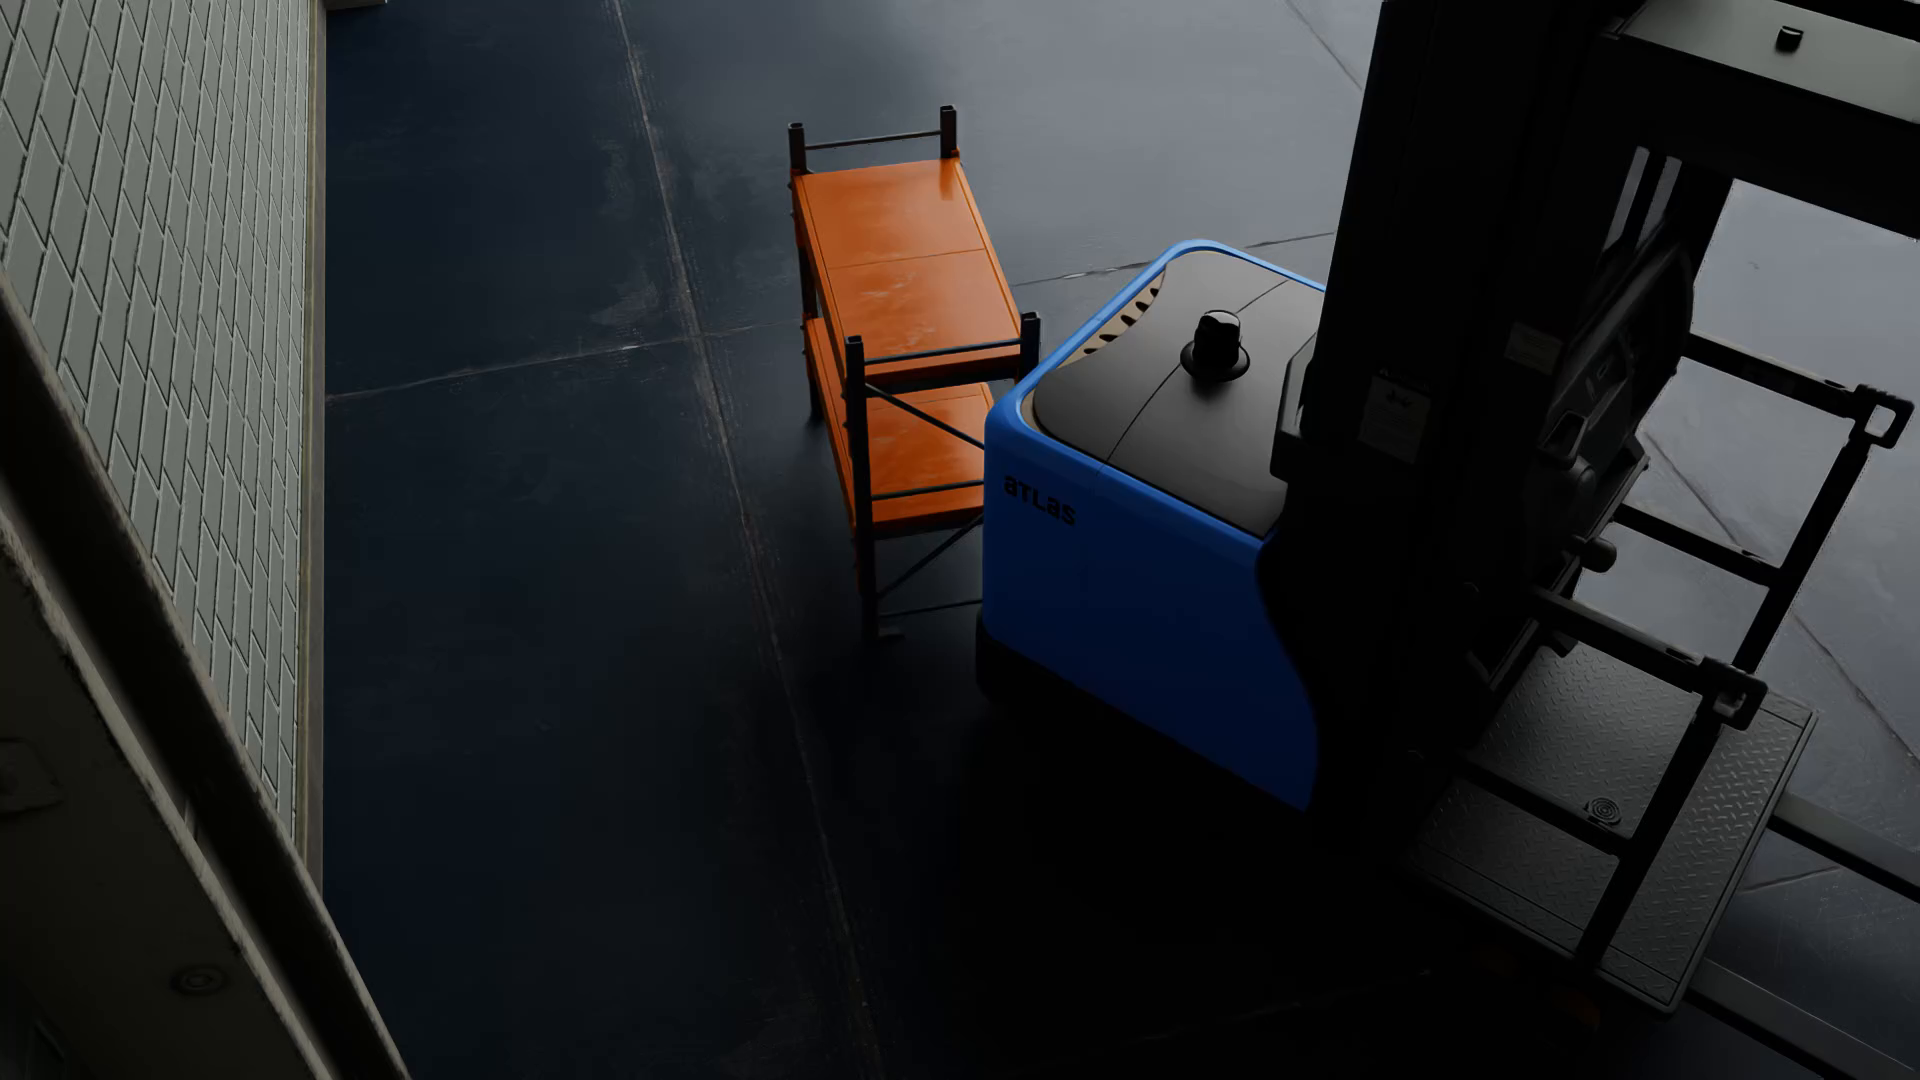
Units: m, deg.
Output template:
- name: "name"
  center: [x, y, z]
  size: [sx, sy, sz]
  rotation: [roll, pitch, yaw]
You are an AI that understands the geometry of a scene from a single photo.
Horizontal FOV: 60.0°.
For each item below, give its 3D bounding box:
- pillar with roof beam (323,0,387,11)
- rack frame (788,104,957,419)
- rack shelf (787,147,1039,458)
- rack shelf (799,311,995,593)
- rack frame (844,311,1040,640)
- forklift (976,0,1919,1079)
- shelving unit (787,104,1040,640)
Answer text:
- name: "pillar with roof beam"
  center: [1.314, -6.524, 5.343]
  size: [9.100, 9.000, 0.400]
  rotation: [-11, 47, -10]
- name: "rack frame"
  center: [-0.258, -0.853, 5.299]
  size: [0.500, 1.125, 0.032]
  rotation: [-9, 46, -9]
- name: "rack shelf"
  center: [-0.150, -0.703, 4.742]
  size: [0.538, 0.278, 1.000]
  rotation: [-9, 46, -9]
- name: "rack shelf"
  center: [-0.150, -0.327, 5.126]
  size: [0.538, 0.278, 1.000]
  rotation: [-9, 46, -9]
- name: "rack frame"
  center: [-0.043, -0.144, 4.603]
  size: [0.500, 1.125, 0.032]
  rotation: [-9, 46, -9]
- name: "forklift"
  center: [1.530, -0.224, 3.418]
  size: [3.031, 2.935, 1.130]
  rotation: [28, 52, 25]
- name: "shelving unit"
  center: [-0.150, -0.498, 4.951]
  size: [0.538, 1.125, 1.048]
  rotation: [-9, 46, -9]
